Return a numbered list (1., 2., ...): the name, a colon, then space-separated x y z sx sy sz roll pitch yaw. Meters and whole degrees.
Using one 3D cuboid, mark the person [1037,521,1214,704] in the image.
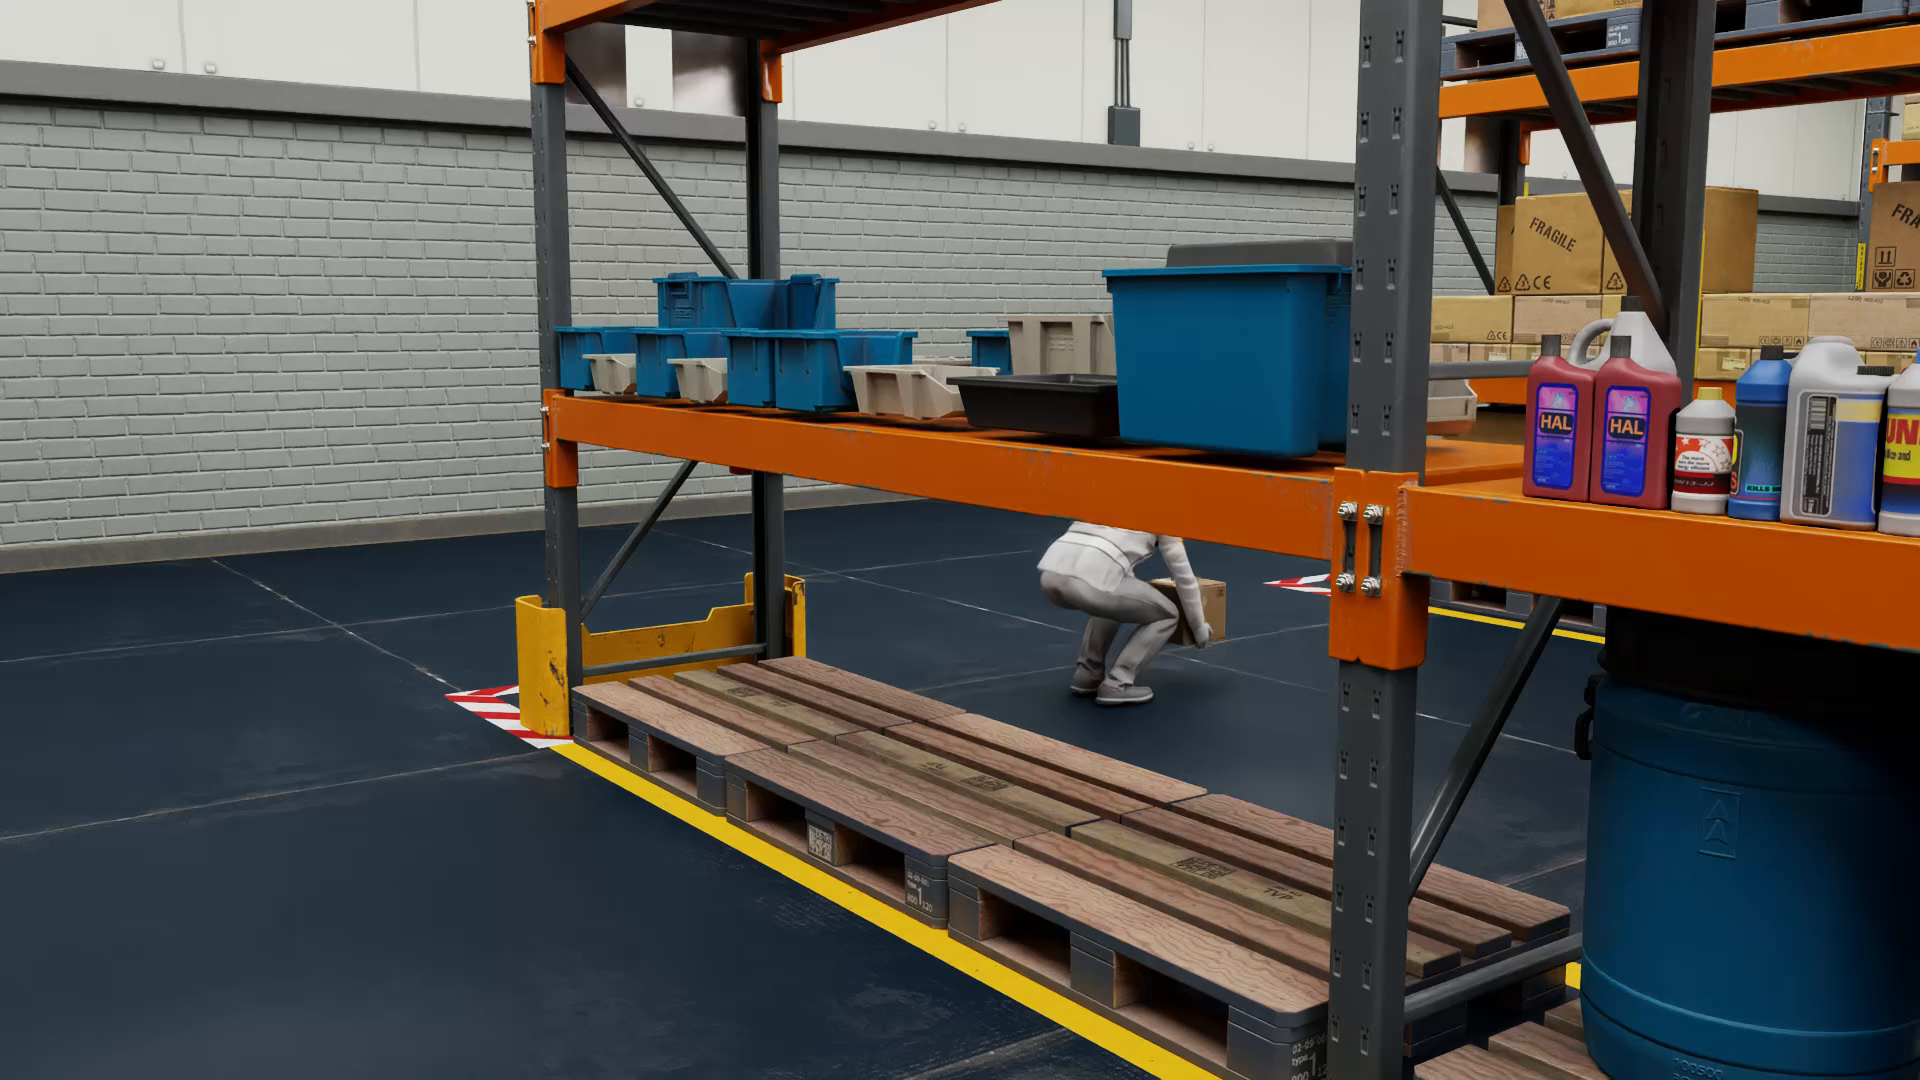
1. person: 0.686 0.155 7.065 0.819 1.020 0.498 -6 10 -36
